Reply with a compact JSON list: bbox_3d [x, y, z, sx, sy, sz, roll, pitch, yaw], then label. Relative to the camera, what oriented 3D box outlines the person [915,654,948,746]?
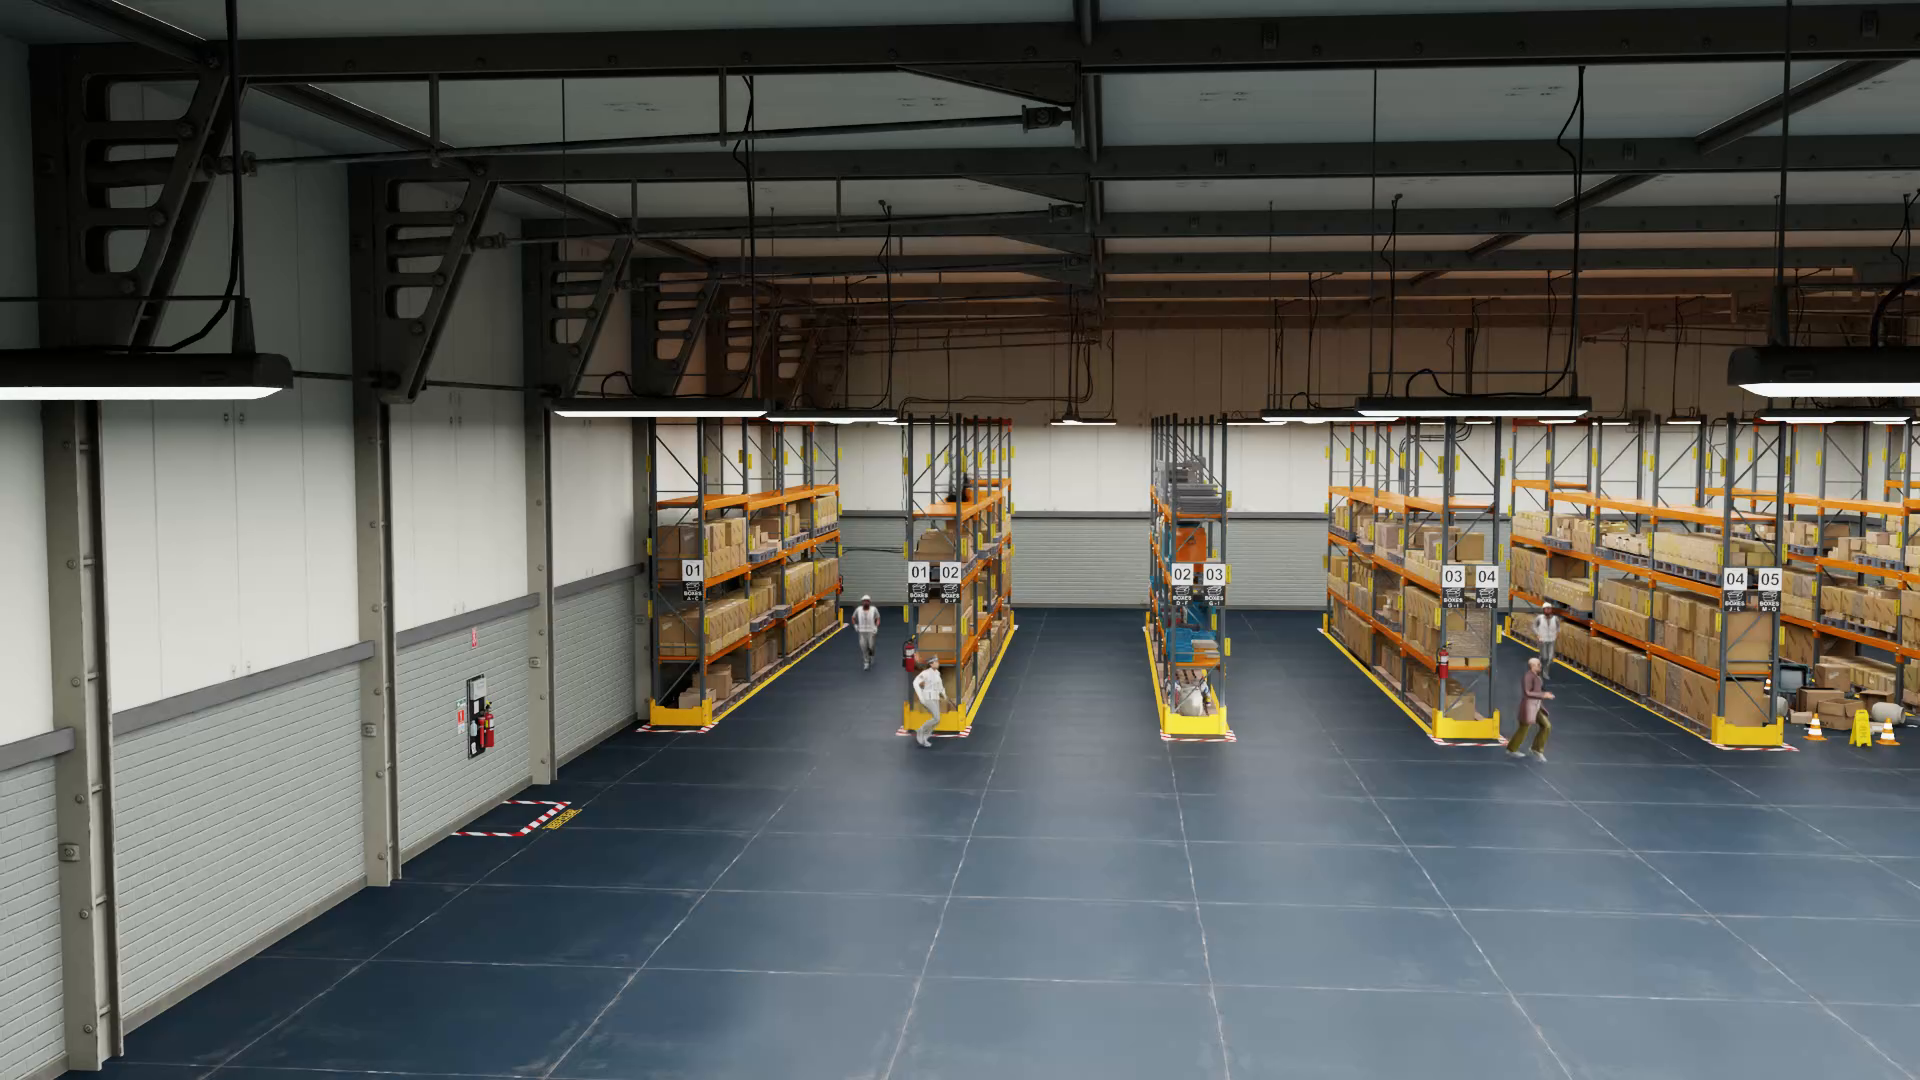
[{"bbox_3d":[-0.454,2.883,29.967,0.529,1.642,0.634,2,4,29],"label":"person"}]

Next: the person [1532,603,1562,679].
[{"bbox_3d":[13.444,2.303,37.999,0.651,1.743,0.607,0,4,3],"label":"person"}]

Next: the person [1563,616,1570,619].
[{"bbox_3d":[17.034,1.805,46.416,0.665,1.624,0.538,-1,4,-17],"label":"person"}]

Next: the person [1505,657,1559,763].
[{"bbox_3d":[9.838,2.923,28.519,0.907,1.835,0.649,3,5,41],"label":"person"}]

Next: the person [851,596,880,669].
[{"bbox_3d":[-2.250,2.191,39.530,0.685,1.742,0.546,0,4,0],"label":"person"}]
